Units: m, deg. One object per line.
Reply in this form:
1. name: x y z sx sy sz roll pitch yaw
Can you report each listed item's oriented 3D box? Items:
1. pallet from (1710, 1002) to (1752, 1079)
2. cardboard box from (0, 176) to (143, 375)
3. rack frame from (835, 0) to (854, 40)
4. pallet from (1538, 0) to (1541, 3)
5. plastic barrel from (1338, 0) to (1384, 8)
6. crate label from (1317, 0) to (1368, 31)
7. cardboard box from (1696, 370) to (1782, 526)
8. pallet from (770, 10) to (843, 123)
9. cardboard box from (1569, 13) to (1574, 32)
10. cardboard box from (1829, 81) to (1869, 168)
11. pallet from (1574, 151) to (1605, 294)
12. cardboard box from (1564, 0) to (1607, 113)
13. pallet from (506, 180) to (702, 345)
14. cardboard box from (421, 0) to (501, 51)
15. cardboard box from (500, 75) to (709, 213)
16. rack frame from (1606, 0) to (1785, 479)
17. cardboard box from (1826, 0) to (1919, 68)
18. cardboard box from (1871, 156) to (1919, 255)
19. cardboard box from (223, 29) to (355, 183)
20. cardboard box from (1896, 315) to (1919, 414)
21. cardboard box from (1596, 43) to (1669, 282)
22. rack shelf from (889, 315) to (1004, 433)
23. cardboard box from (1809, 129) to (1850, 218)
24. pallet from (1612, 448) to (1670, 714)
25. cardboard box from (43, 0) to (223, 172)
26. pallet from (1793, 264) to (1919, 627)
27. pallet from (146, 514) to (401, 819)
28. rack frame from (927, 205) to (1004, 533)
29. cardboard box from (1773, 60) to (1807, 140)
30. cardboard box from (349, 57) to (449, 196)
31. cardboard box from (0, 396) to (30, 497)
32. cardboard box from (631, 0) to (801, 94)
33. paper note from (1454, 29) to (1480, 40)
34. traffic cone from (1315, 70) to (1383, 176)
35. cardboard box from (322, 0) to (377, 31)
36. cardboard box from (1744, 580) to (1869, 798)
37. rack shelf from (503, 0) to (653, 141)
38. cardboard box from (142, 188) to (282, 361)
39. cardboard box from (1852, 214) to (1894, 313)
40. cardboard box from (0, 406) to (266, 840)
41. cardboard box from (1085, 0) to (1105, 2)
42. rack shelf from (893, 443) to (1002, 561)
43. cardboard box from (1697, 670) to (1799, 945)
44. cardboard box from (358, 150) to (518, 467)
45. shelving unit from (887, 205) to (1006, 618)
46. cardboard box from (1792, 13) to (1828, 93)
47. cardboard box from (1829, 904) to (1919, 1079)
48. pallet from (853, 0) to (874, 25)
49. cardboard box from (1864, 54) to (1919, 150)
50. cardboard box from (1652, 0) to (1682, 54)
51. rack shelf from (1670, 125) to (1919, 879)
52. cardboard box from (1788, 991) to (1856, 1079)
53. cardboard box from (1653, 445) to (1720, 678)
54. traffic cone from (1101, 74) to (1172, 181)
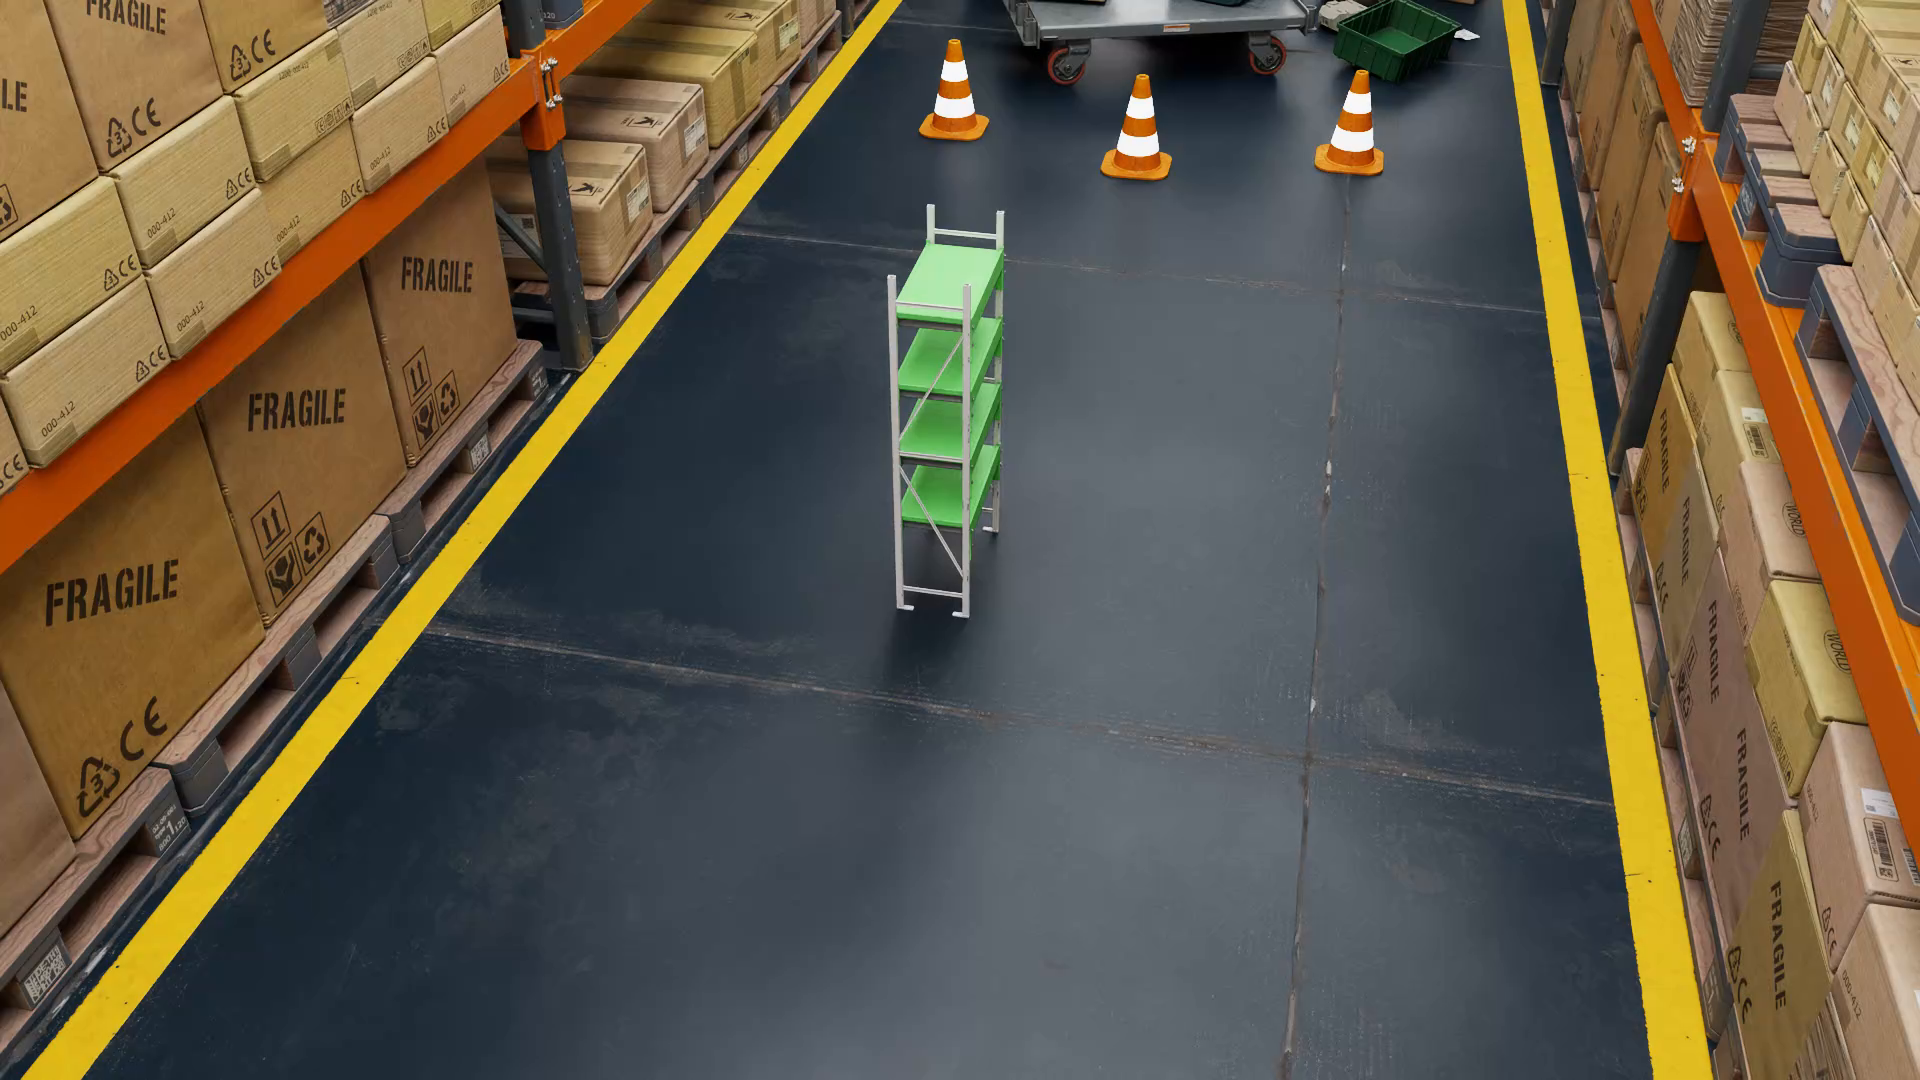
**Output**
1. pallet: 2.180 1.562 3.415 1.003 0.211 1.213 7 37 10
2. cardboard box: -2.255 -0.630 3.765 0.500 0.250 0.500 8 37 11
3. rack frame: -1.133 -4.269 9.085 1.000 3.000 0.127 7 37 10
4. pallet: 4.221 -3.705 10.683 1.003 0.211 1.213 7 37 10
5. plastic barrel: 2.468 -3.506 10.227 0.421 0.421 0.512 -24 42 -30
6. crate label: 2.302 -3.132 9.955 0.298 0.136 0.250 -17 39 -22
7. cardboard box: 2.378 -0.219 4.630 0.500 0.250 0.500 7 37 9
8. pallet: -1.298 -2.694 9.287 1.003 0.211 1.213 7 37 10
9. cardboard box: 3.927 -3.368 9.294 0.875 0.875 0.875 8 37 11
10. cardboard box: 2.461 -1.041 4.233 0.380 0.149 0.250 6 36 9
11. pallet: 3.375 -1.424 7.535 1.003 0.211 1.213 7 37 10
12. cardboard box: 3.679 -2.599 8.339 1.050 0.750 0.750 7 37 10
13. pallet: -1.819 -1.295 7.357 1.003 0.211 1.213 7 37 10
14. cardboard box: -1.843 -1.808 5.391 0.500 0.250 0.500 7 37 10
15. cardboard box: -1.707 -1.829 7.599 0.950 0.372 0.625 7 36 9
16. rack frame: 2.870 -1.414 5.144 1.000 3.000 0.127 7 37 10
17. cardboard box: 2.527 -1.328 4.375 0.380 0.149 0.250 6 36 9
18. cardboard box: 2.353 -0.754 3.837 0.380 0.149 0.250 7 37 10
19. cardboard box: -2.038 -1.218 4.576 0.500 0.250 0.500 6 36 9
20. cardboard box: 2.239 -0.341 3.521 0.380 0.149 0.250 6 36 8
21. cardboard box: 3.271 -1.512 6.840 1.050 0.750 0.750 8 37 11
22. rack shelf: -0.035 -0.534 5.164 0.258 0.148 0.480 7 37 10
23. cardboard box: 2.462 -0.942 4.350 0.380 0.149 0.250 9 37 12
24. pallet: 2.701 0.163 5.345 1.003 0.211 1.213 7 37 10
25. cardboard box: -2.172 -1.224 3.946 0.500 0.500 0.500 7 36 9
26. pallet: 2.487 -0.196 3.628 1.003 0.211 1.213 7 37 10
27. pallet: -2.492 0.293 5.166 1.003 0.211 1.213 7 37 10
28. rack frame: 0.017 -0.531 5.460 0.240 1.200 0.015 7 37 10
29. cardboard box: 2.577 -1.251 4.776 0.380 0.149 0.250 7 36 9
30. cardboard box: -1.936 -1.298 5.113 0.500 0.250 0.500 8 37 11
31. cardboard box: -2.381 -0.138 3.512 0.500 0.250 0.500 6 36 9
32. cardboard box: -1.393 -2.662 8.748 0.950 0.372 0.625 10 37 13
33. paper note: 2.983 -3.004 9.868 0.147 0.020 0.142 -17 39 -22
34. traffic cone: 1.963 -2.100 8.253 0.336 0.463 0.334 7 37 10
35. cardboard box: -1.944 -1.797 4.736 0.500 0.500 0.500 8 37 11
36. cardboard box: 2.149 0.362 3.828 0.500 0.250 0.500 6 36 8
37. rack shelf: -1.560 -2.831 7.714 1.077 0.370 4.000 7 37 10
38. cardboard box: -2.140 -0.715 4.309 0.500 0.250 0.500 7 36 9
39. cardboard box: 2.352 -0.634 3.925 0.380 0.149 0.250 8 37 11
40. cardboard box: -2.602 0.123 4.477 0.875 0.875 0.875 8 37 11
41. cardboard box: 0.612 -3.358 9.312 0.500 0.500 0.500 7 37 10
42. rack shelf: -0.035 -0.145 5.445 0.258 0.148 0.480 7 37 10
43. cardboard box: 2.151 0.678 4.030 0.500 0.500 0.500 7 36 9
44. cardboard box: -2.216 -0.900 5.889 0.875 0.875 0.875 7 37 10
45. shelving unit: -0.035 -0.391 5.267 0.258 1.200 0.503 7 37 10
46. cardboard box: 2.570 -1.351 4.660 0.380 0.149 0.250 9 37 12
47. cardboard box: 1.927 0.959 3.003 0.500 0.250 0.500 6 36 9
48. pallet: -1.024 -3.530 10.440 1.003 0.211 1.213 7 37 10
49. cardboard box: 2.413 -1.036 3.973 0.380 0.149 0.250 6 36 8
50. cardboard box: 2.812 -2.032 5.912 0.500 0.500 0.500 7 37 10
51. rack shelf: 2.443 0.024 3.773 1.077 0.370 4.000 7 37 10
52. cardboard box: 1.927 1.266 3.220 0.500 0.500 0.500 7 36 9
53. cardboard box: 2.365 0.091 4.841 0.500 0.500 0.500 8 37 11
54. traffic cone: 0.885 -2.064 8.204 0.336 0.463 0.334 7 37 10
